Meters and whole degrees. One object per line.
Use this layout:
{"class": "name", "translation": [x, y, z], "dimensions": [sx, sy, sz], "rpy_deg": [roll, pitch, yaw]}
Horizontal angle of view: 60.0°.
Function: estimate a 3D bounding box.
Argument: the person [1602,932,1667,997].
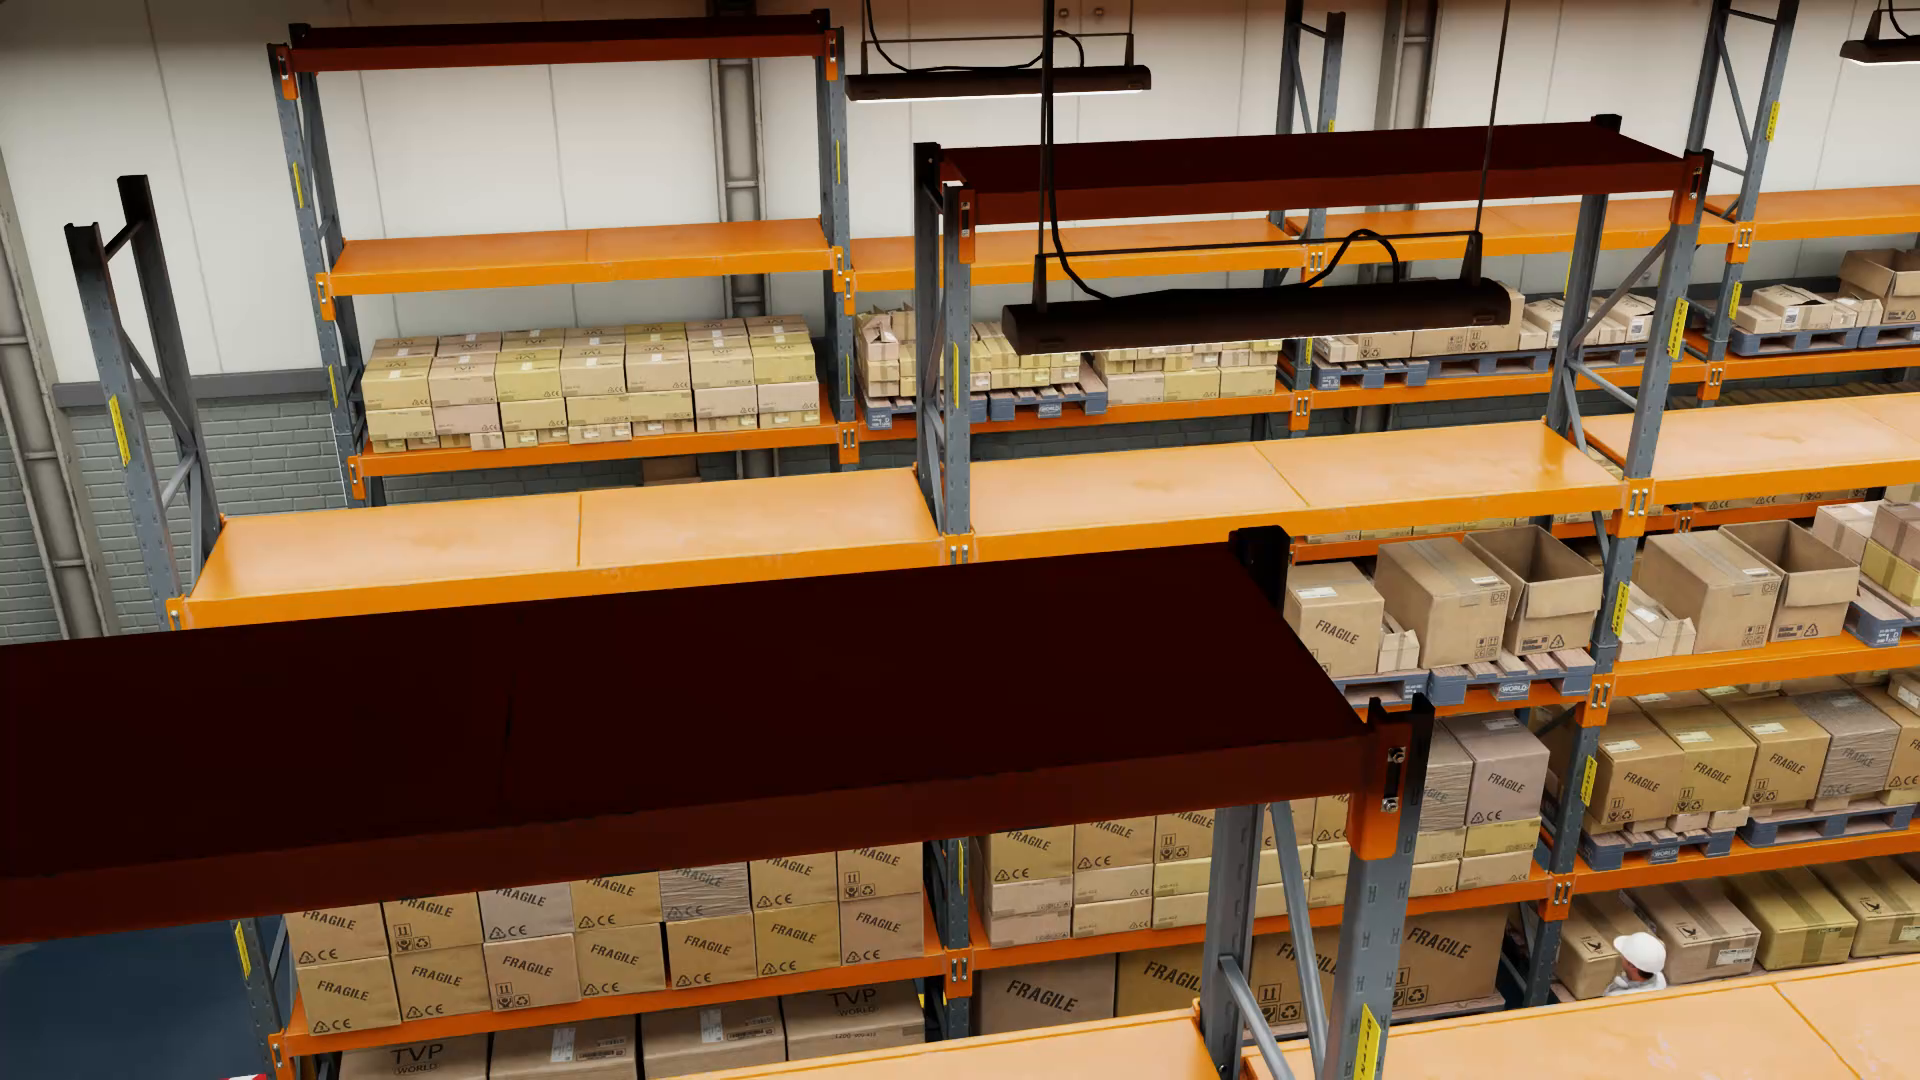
{"class": "person", "translation": [3.910, 3.078, 9.903], "dimensions": [0.409, 1.779, 0.567], "rpy_deg": [8, 27, 15]}
